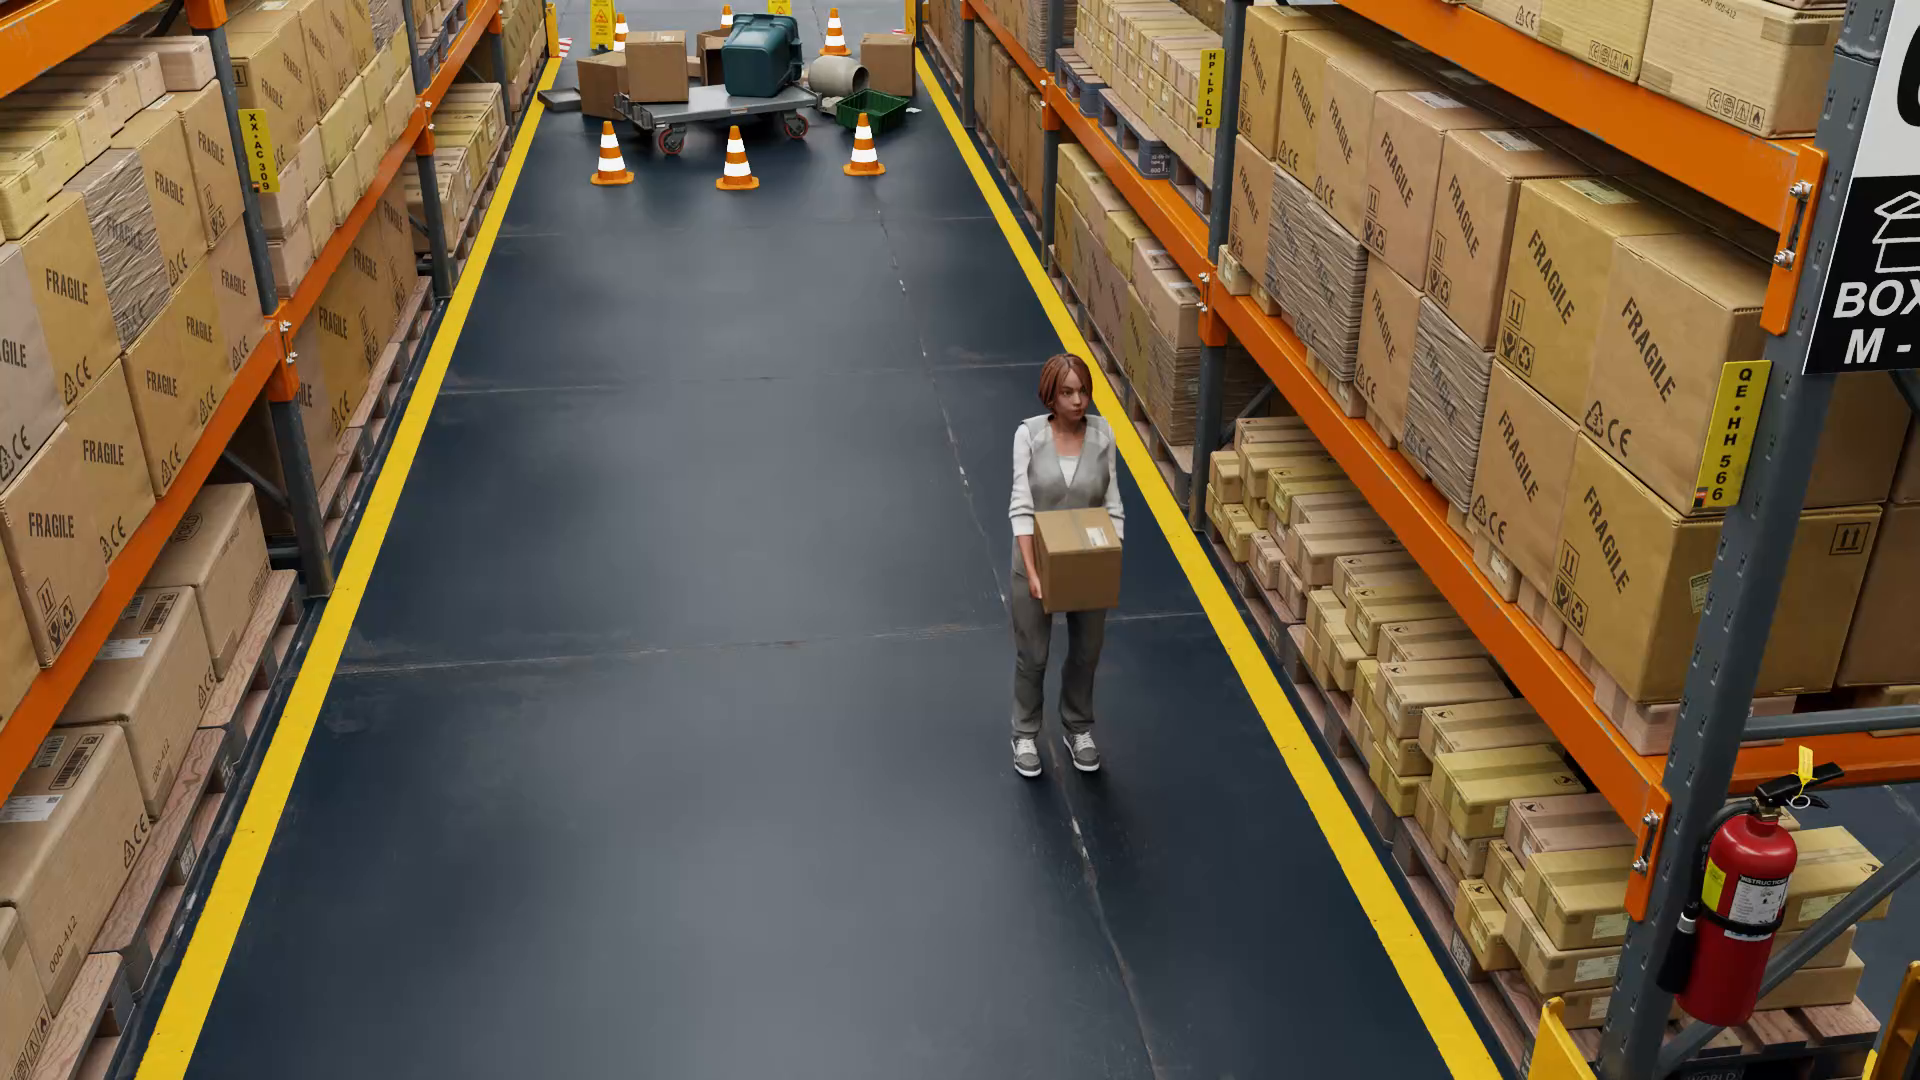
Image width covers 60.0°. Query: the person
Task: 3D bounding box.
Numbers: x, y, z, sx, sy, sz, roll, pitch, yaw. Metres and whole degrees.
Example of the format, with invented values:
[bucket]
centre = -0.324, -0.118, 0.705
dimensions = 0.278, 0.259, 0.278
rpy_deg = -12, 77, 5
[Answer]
[person]
centre = 0.373, 0.141, 5.865
dimensions = 0.407, 1.588, 0.500
rpy_deg = -4, 28, -8
